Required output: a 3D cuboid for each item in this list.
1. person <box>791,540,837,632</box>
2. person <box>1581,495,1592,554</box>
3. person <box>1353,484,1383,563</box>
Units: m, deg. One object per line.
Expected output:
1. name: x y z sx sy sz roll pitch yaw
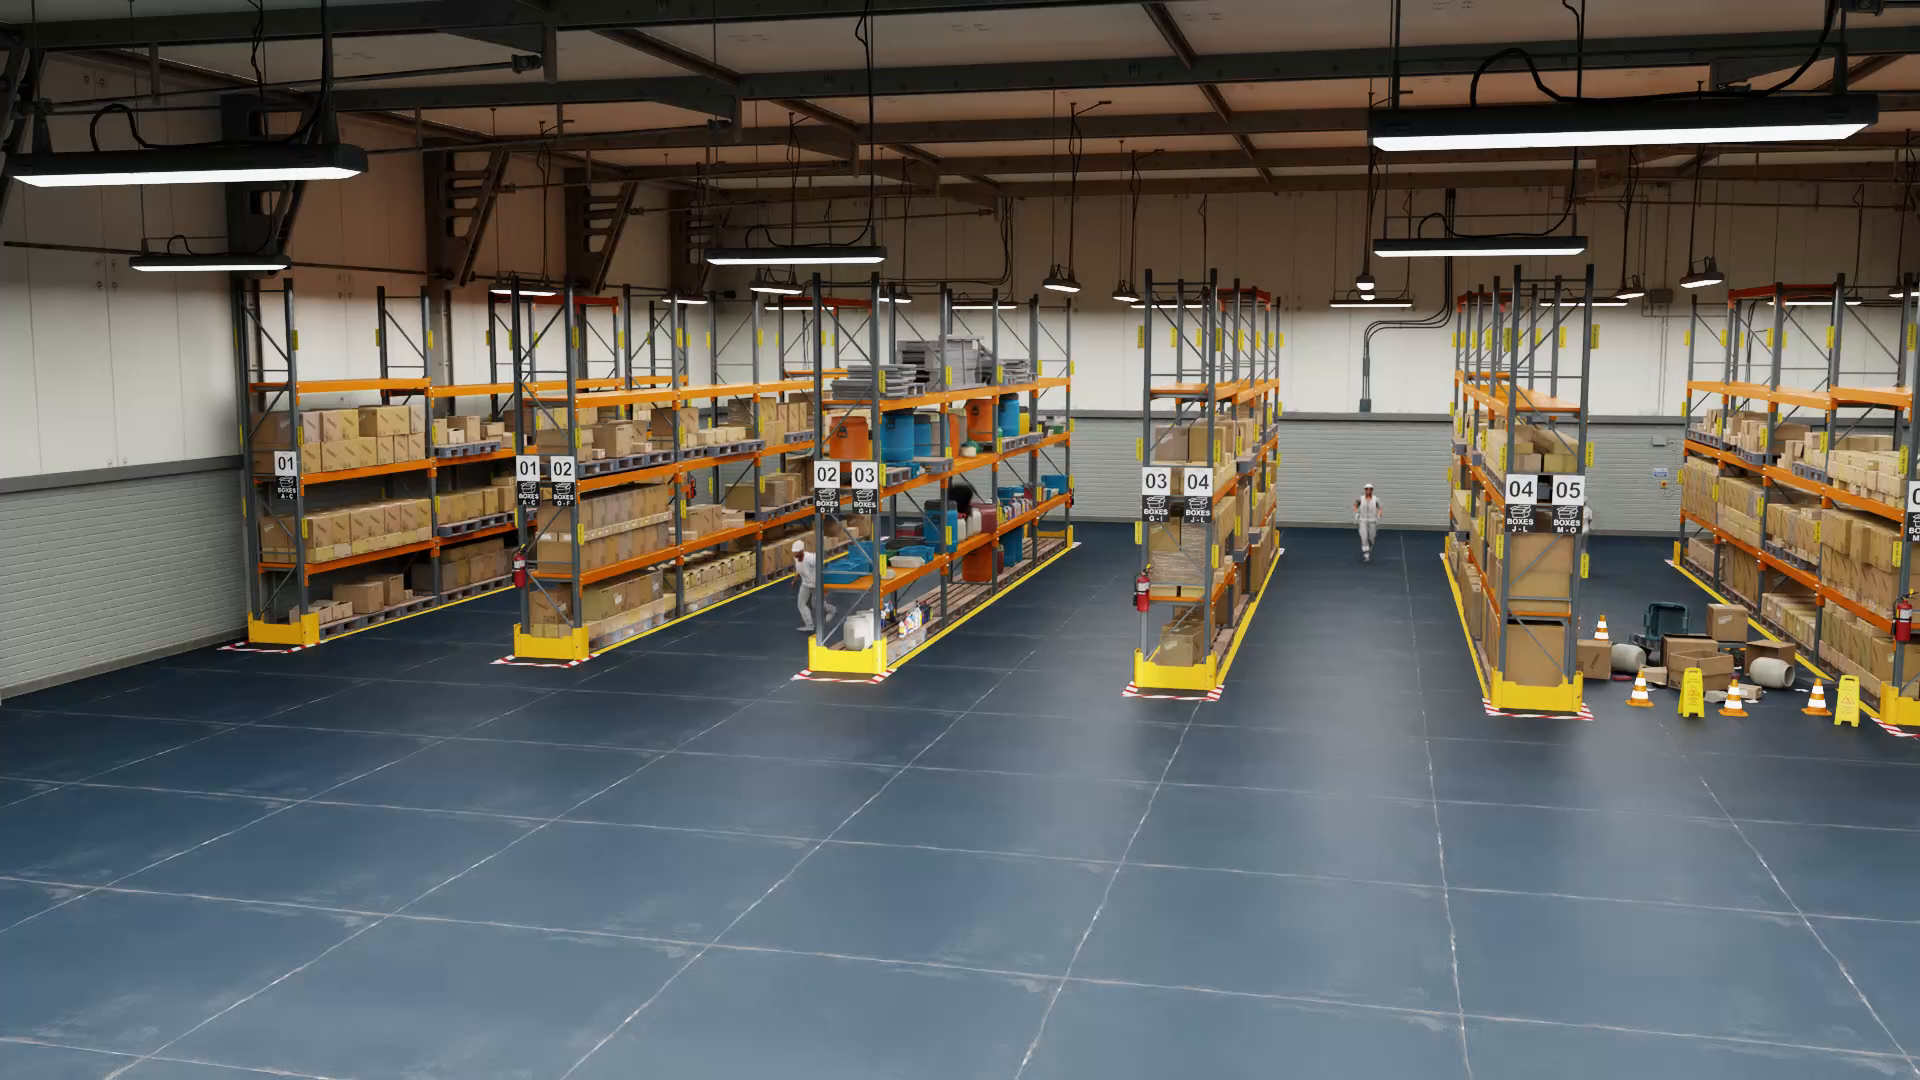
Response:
1. person: -2.513 0.779 28.747 0.682 1.616 1.091 6 9 41
2. person: 13.510 -0.183 36.320 0.542 1.650 0.719 -1 7 -4
3. person: 9.284 -0.403 37.888 0.655 1.774 0.845 2 7 14
